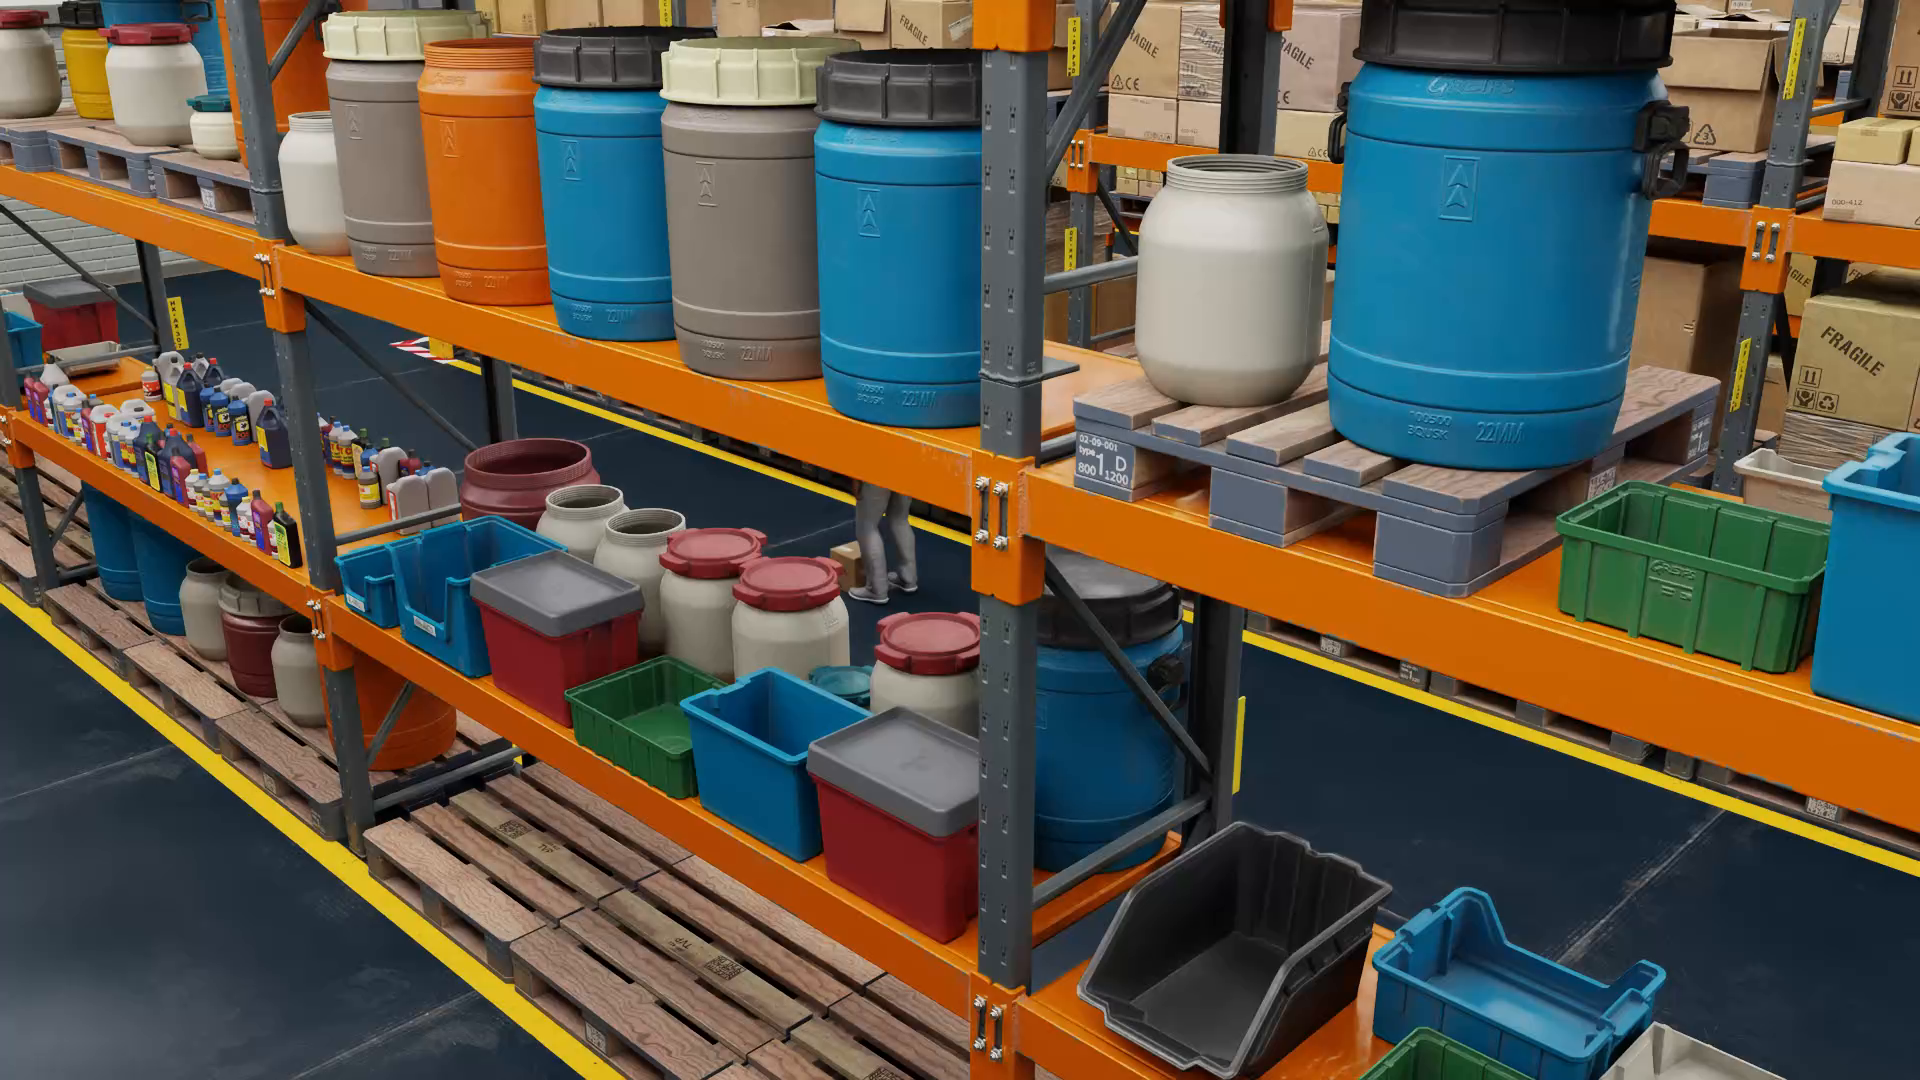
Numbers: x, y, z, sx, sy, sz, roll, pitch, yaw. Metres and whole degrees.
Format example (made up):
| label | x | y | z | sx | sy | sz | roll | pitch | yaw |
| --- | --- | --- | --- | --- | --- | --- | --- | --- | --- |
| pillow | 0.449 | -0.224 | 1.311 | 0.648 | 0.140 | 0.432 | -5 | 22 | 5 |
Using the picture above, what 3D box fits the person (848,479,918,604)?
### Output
| label | x | y | z | sx | sy | sz | roll | pitch | yaw |
| --- | --- | --- | --- | --- | --- | --- | --- | --- | --- |
| person | -0.471 | -0.426 | 10.210 | 0.396 | 1.656 | 0.513 | 18 | 27 | 39 |
